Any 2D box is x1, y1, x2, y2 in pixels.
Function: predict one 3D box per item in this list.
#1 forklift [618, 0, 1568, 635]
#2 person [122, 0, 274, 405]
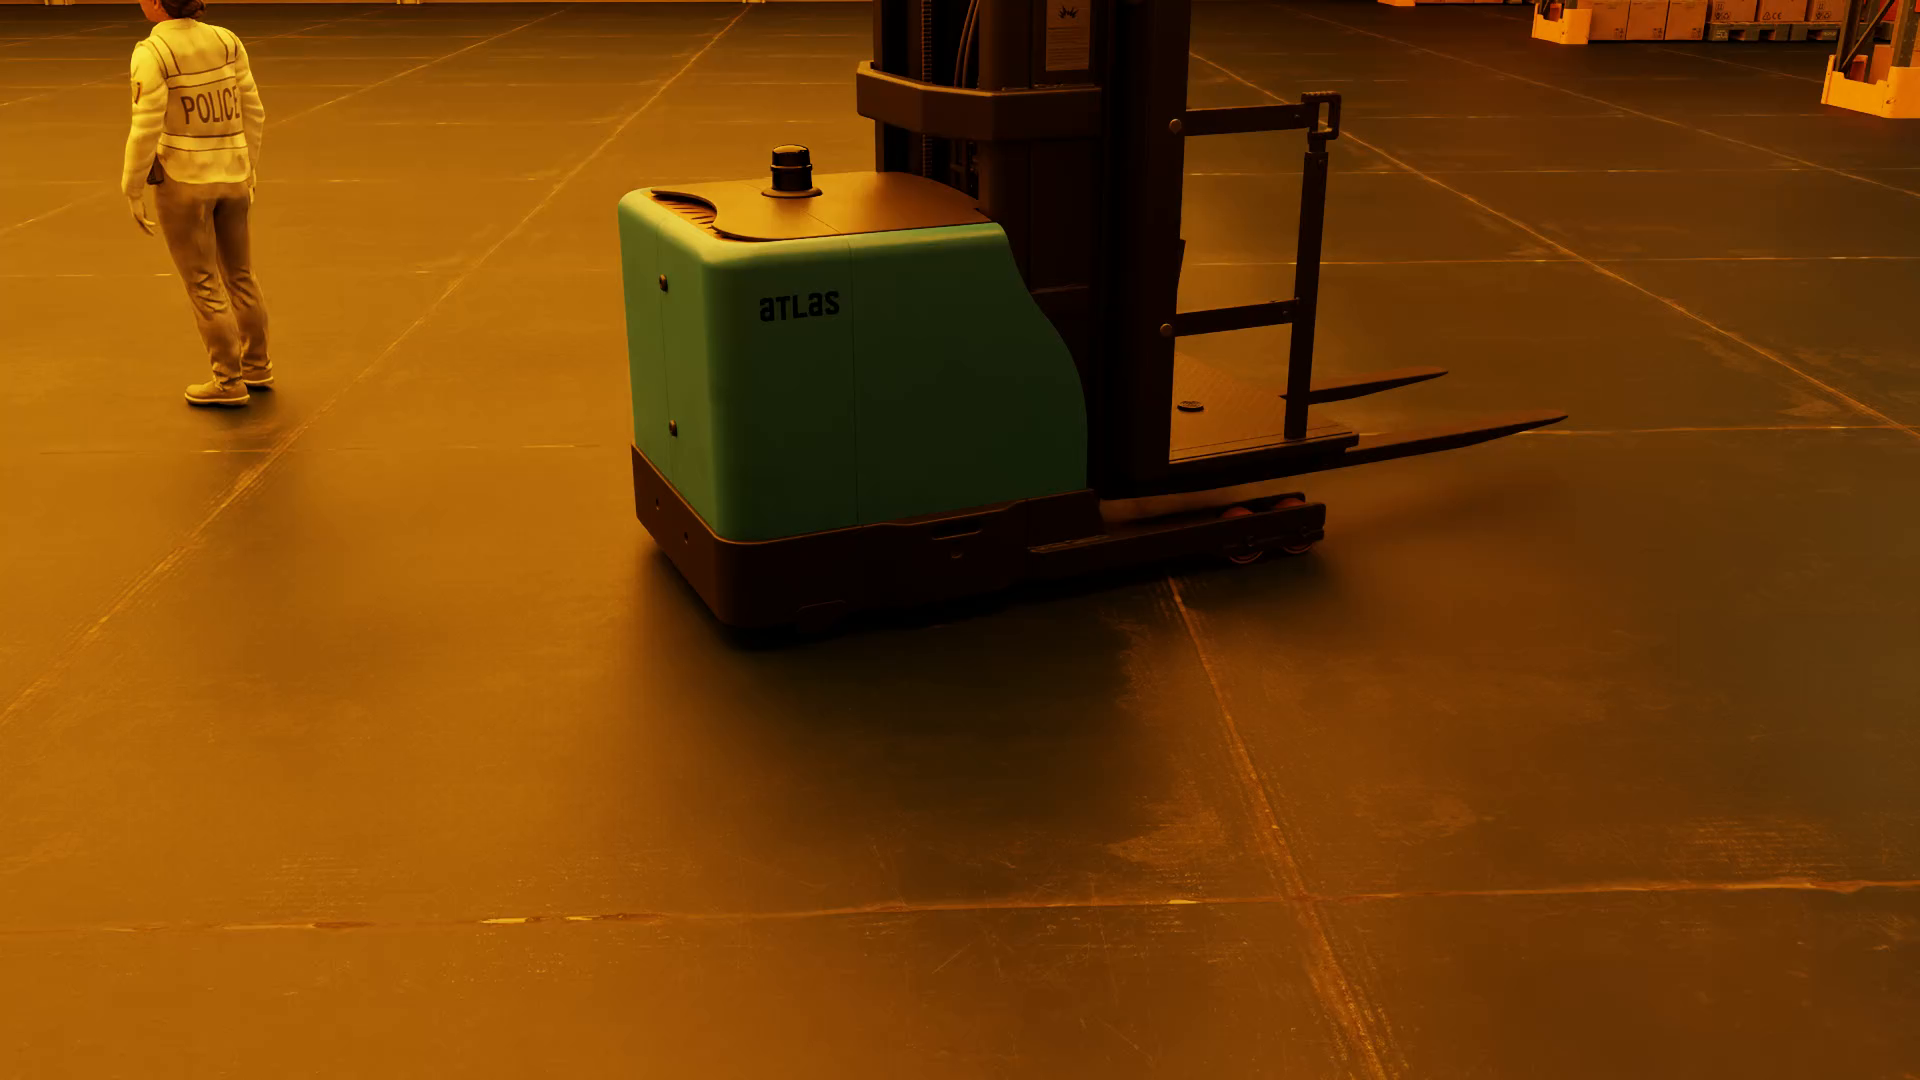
[{"bbox_3d":[0.552,-1.458,4.875,3.031,2.935,1.130,-10,23,-23],"label":"forklift"},{"bbox_3d":[-2.894,-1.338,6.241,0.534,1.697,0.588,11,24,26],"label":"person"}]
